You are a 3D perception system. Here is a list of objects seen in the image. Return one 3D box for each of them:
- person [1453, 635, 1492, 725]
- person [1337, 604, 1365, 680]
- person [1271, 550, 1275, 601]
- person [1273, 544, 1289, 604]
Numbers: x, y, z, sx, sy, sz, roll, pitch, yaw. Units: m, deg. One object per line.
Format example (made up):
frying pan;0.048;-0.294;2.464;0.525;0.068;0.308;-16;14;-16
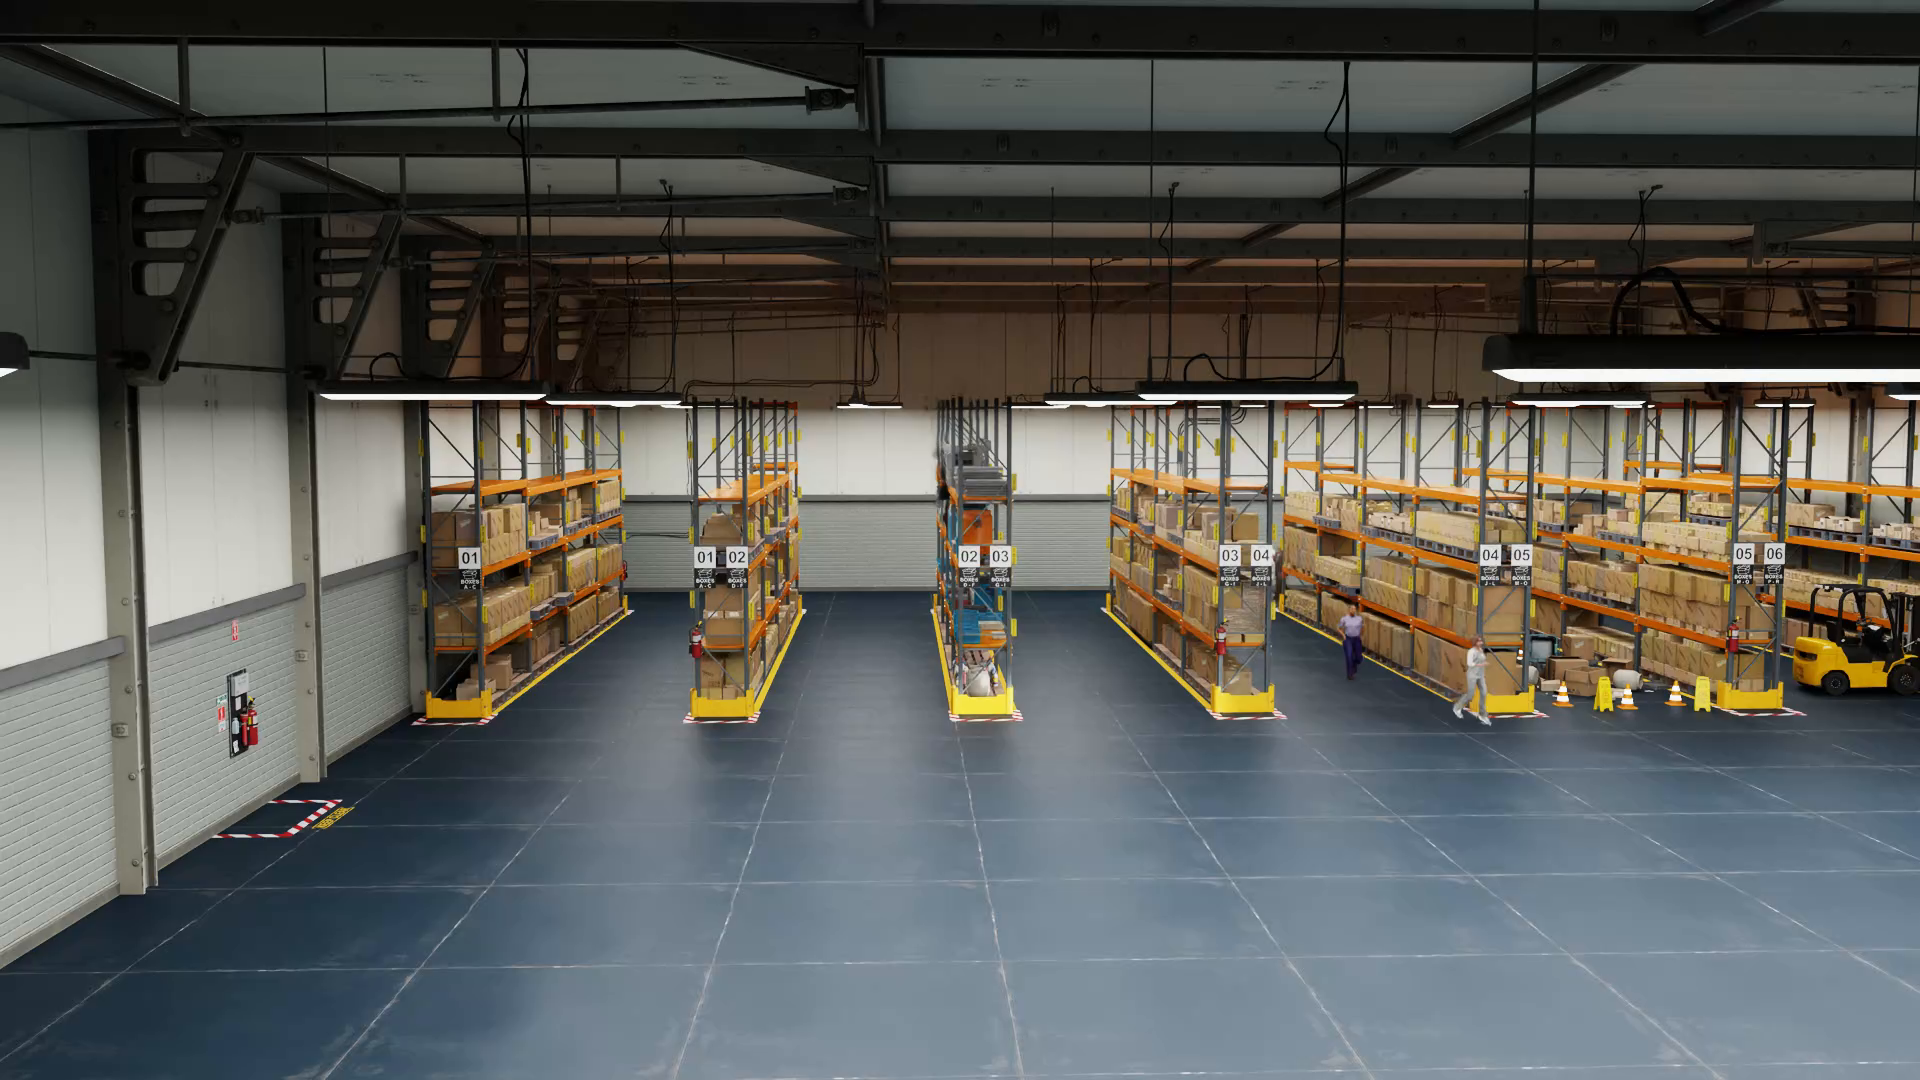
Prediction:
person;9.450;2.565;30.616;0.575;1.606;0.771;-4;6;-40
person;8.382;2.180;35.625;0.608;1.585;0.580;0;4;0
person;9.000;1.109;49.014;0.657;1.693;0.755;0;4;3
person;9.513;1.019;49.251;0.951;1.830;0.699;-2;5;-27
